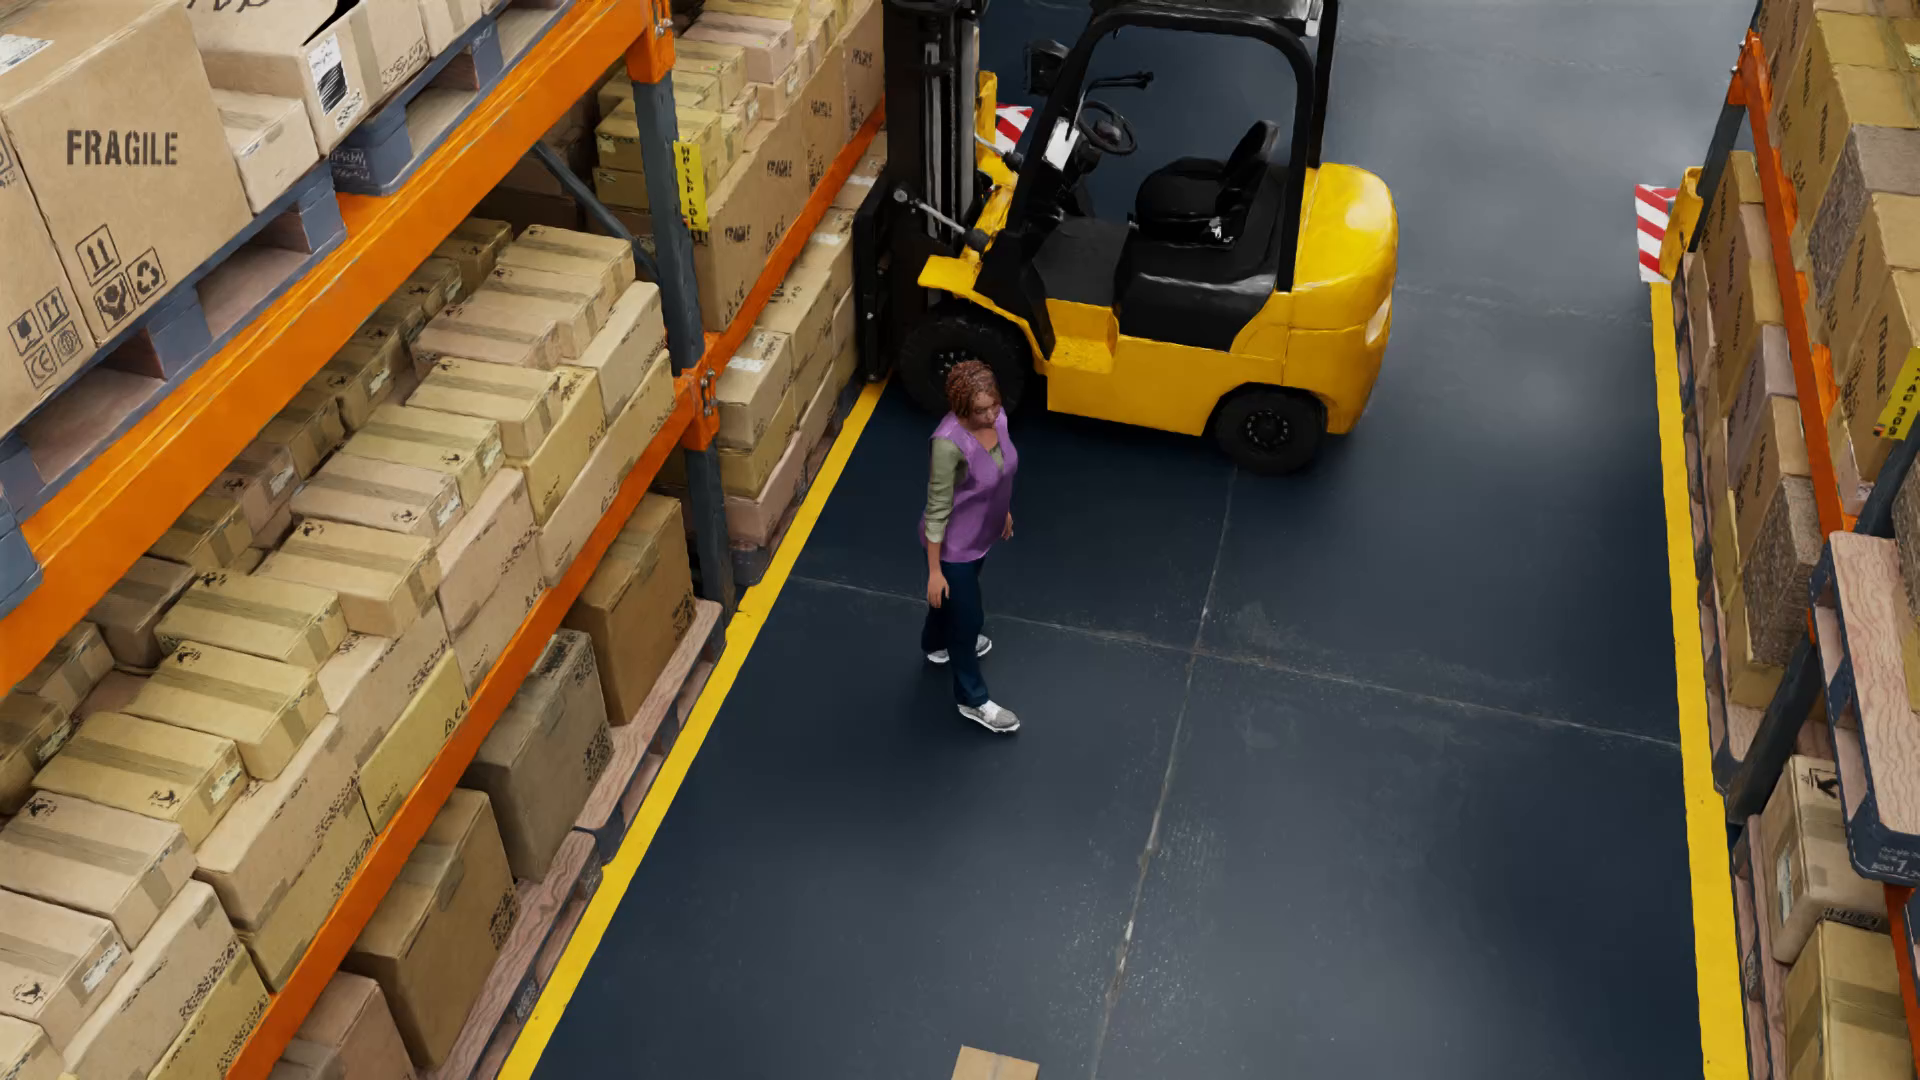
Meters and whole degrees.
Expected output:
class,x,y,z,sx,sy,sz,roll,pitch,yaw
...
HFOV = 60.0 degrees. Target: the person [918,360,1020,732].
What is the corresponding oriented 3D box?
class,x,y,z,sx,sy,sz,roll,pitch,yaw
person,0.043,0.014,6.115,0.532,1.591,0.550,19,45,20
